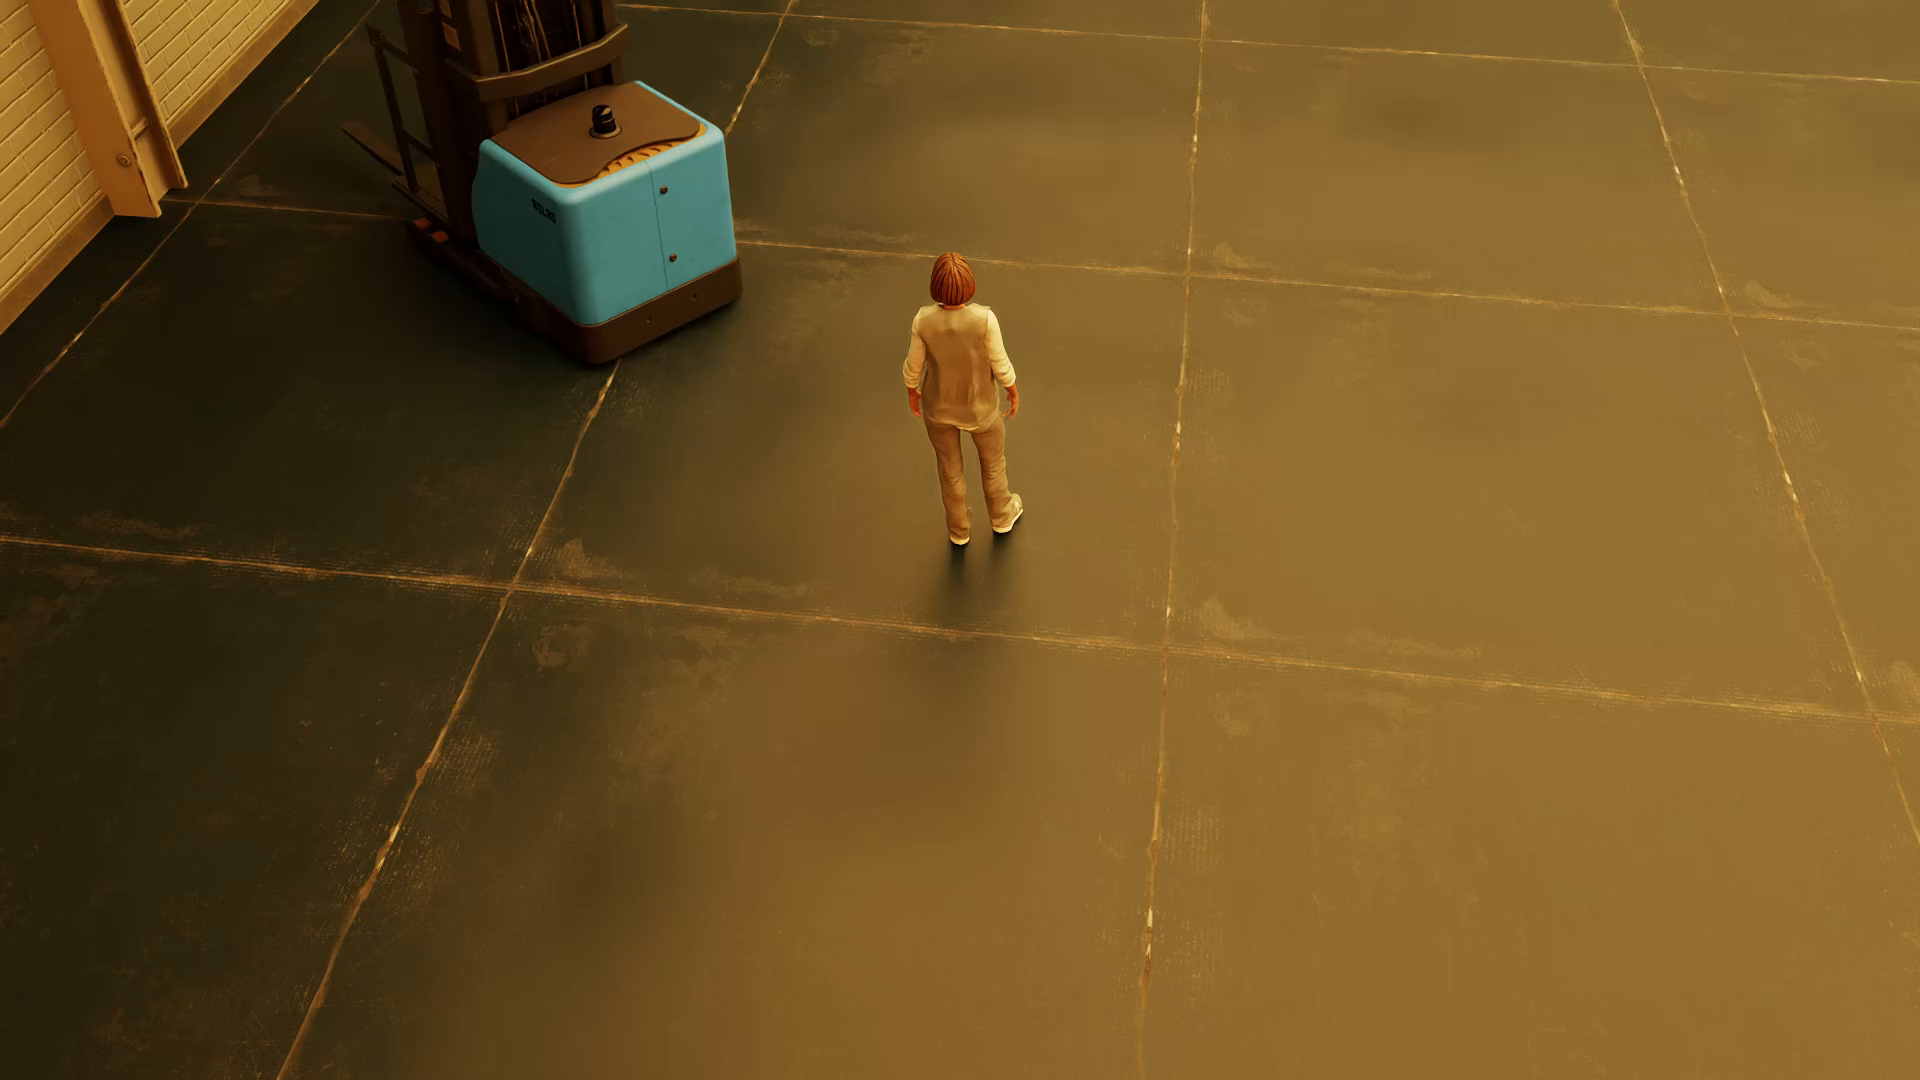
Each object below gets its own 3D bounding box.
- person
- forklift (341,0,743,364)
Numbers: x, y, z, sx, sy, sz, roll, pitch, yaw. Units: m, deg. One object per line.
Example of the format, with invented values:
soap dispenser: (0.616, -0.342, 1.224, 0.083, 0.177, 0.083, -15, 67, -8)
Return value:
person: (0.024, -0.641, 7.398, 0.521, 1.596, 0.475, 5, 43, 6)
forklift: (-2.588, -2.917, 8.900, 1.130, 2.935, 3.031, -32, 52, -30)
